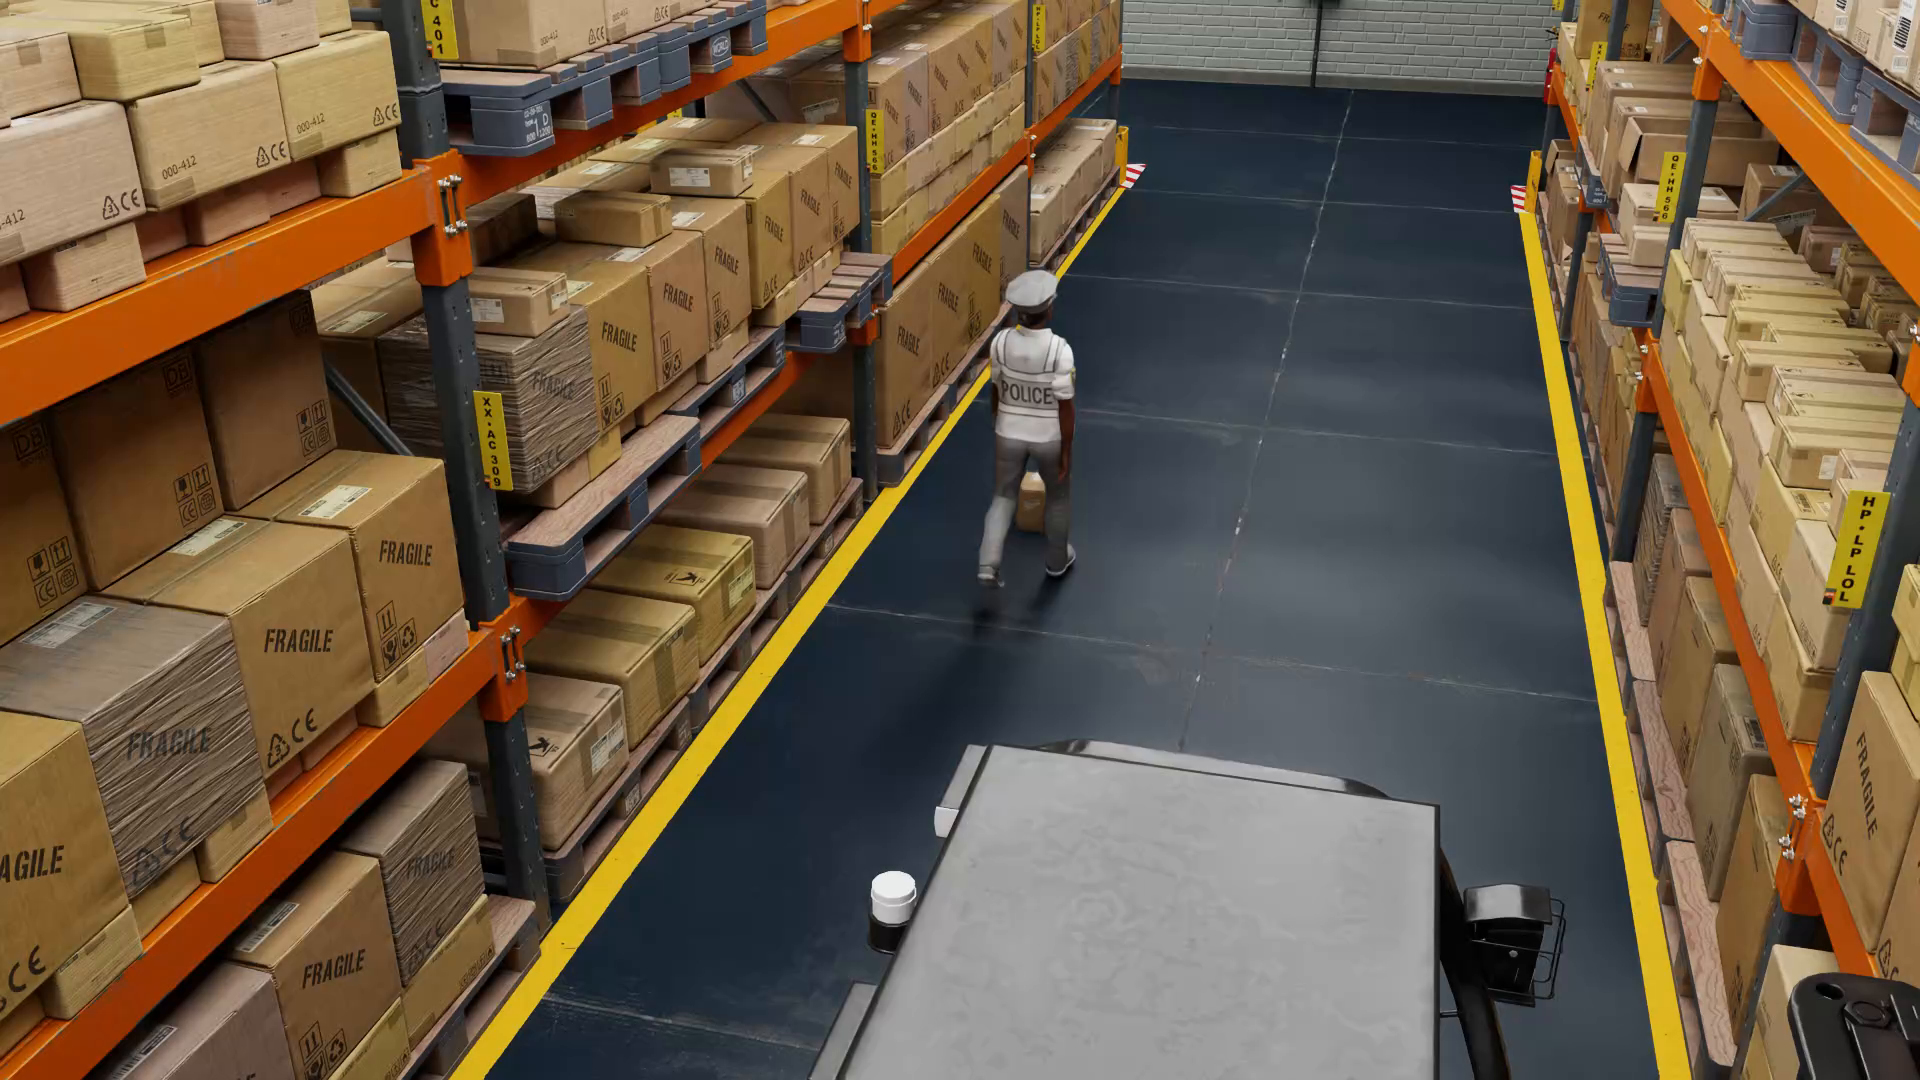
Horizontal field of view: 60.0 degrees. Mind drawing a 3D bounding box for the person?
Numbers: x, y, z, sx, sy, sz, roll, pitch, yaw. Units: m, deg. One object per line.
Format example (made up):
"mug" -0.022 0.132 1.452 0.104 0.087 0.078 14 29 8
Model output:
"person" 0.361 -0.523 8.147 0.448 1.658 0.810 7 26 14
